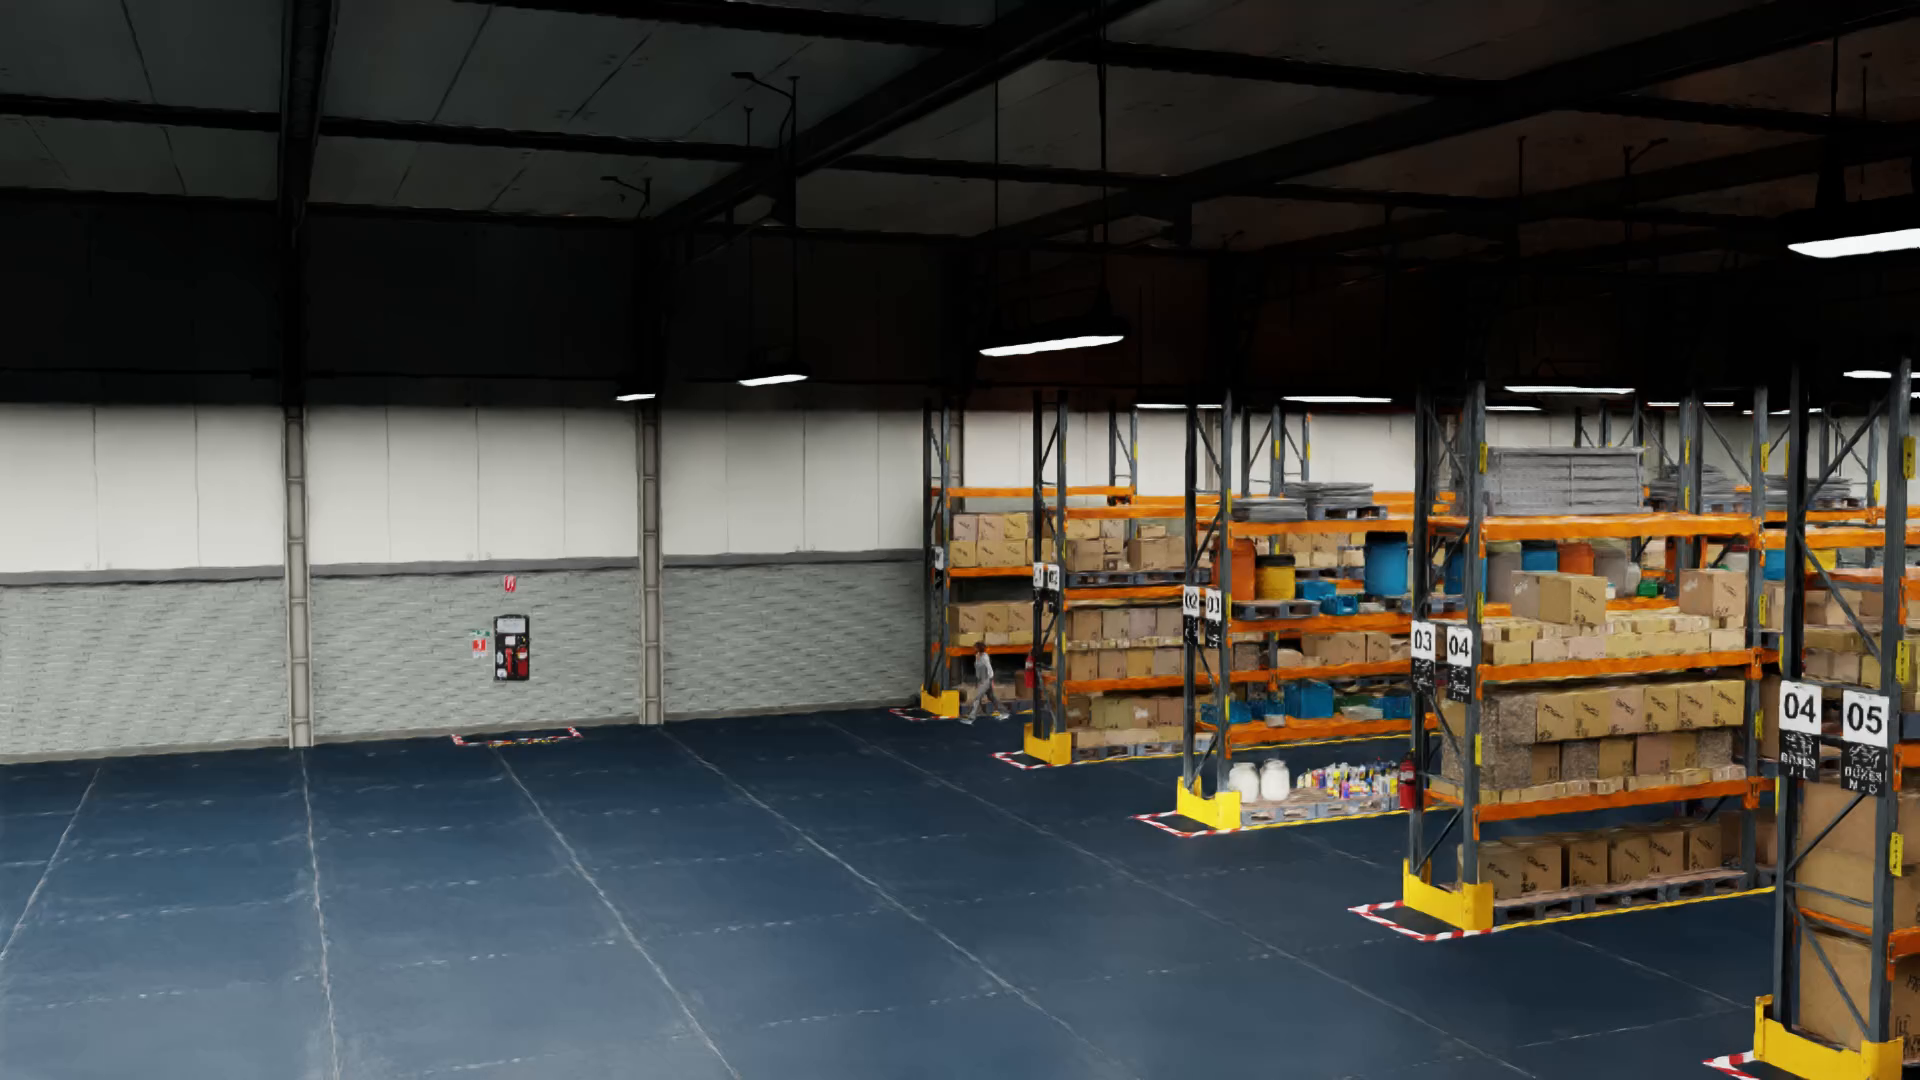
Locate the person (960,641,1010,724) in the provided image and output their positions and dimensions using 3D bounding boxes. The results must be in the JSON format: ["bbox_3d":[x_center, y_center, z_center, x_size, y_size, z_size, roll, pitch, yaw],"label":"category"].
[{"bbox_3d":[0.440,2.612,30.539,1.036,1.480,0.417,-1,4,-20],"label":"person"}]

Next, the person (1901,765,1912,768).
[{"bbox_3d":[10.742,3.192,18.834,0.552,1.742,0.677,-2,4,-24],"label":"person"}]

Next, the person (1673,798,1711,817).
[{"bbox_3d":[10.126,2.978,22.938,0.445,1.657,0.578,3,4,40],"label":"person"}]
